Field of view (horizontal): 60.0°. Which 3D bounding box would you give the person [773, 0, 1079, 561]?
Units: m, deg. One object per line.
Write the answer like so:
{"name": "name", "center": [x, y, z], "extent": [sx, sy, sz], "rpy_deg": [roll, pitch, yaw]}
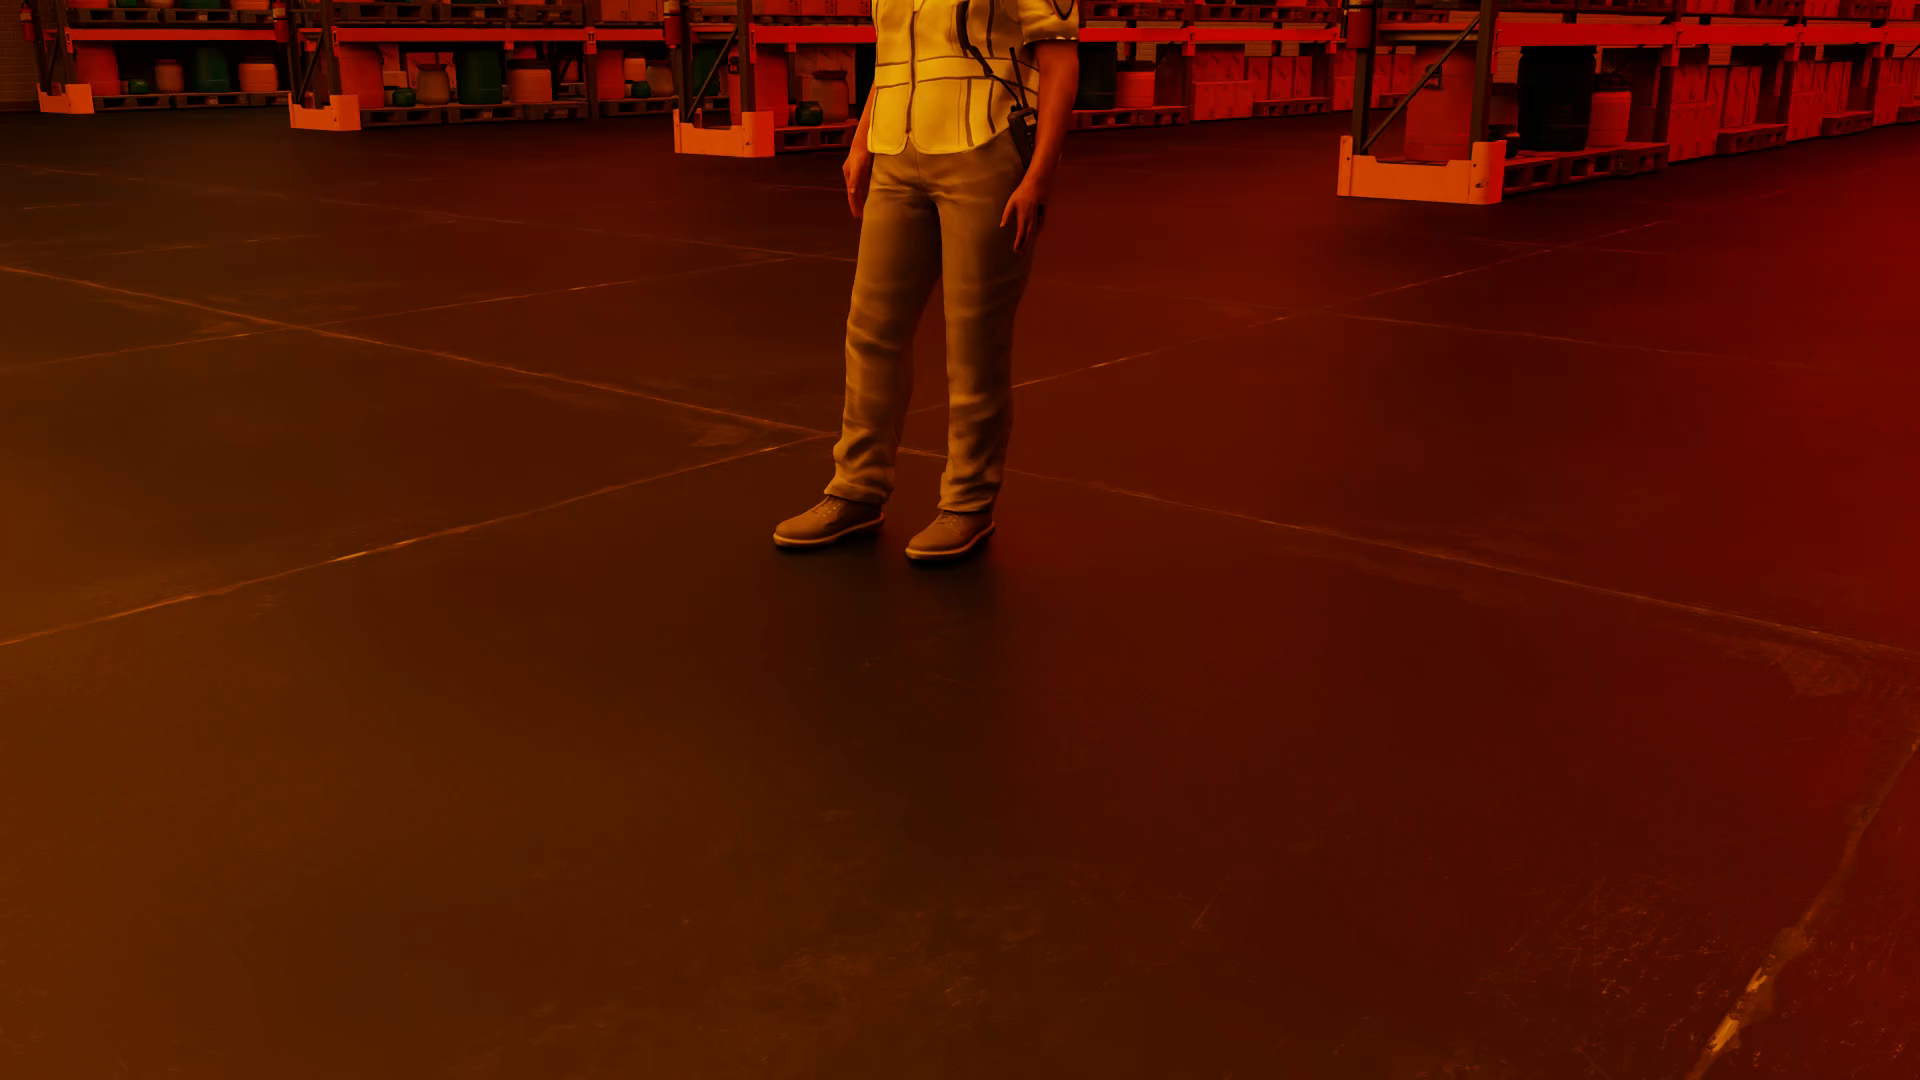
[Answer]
{"name": "person", "center": [-0.067, -0.791, 3.655], "extent": [0.598, 1.670, 0.529], "rpy_deg": [13, 21, 37]}
